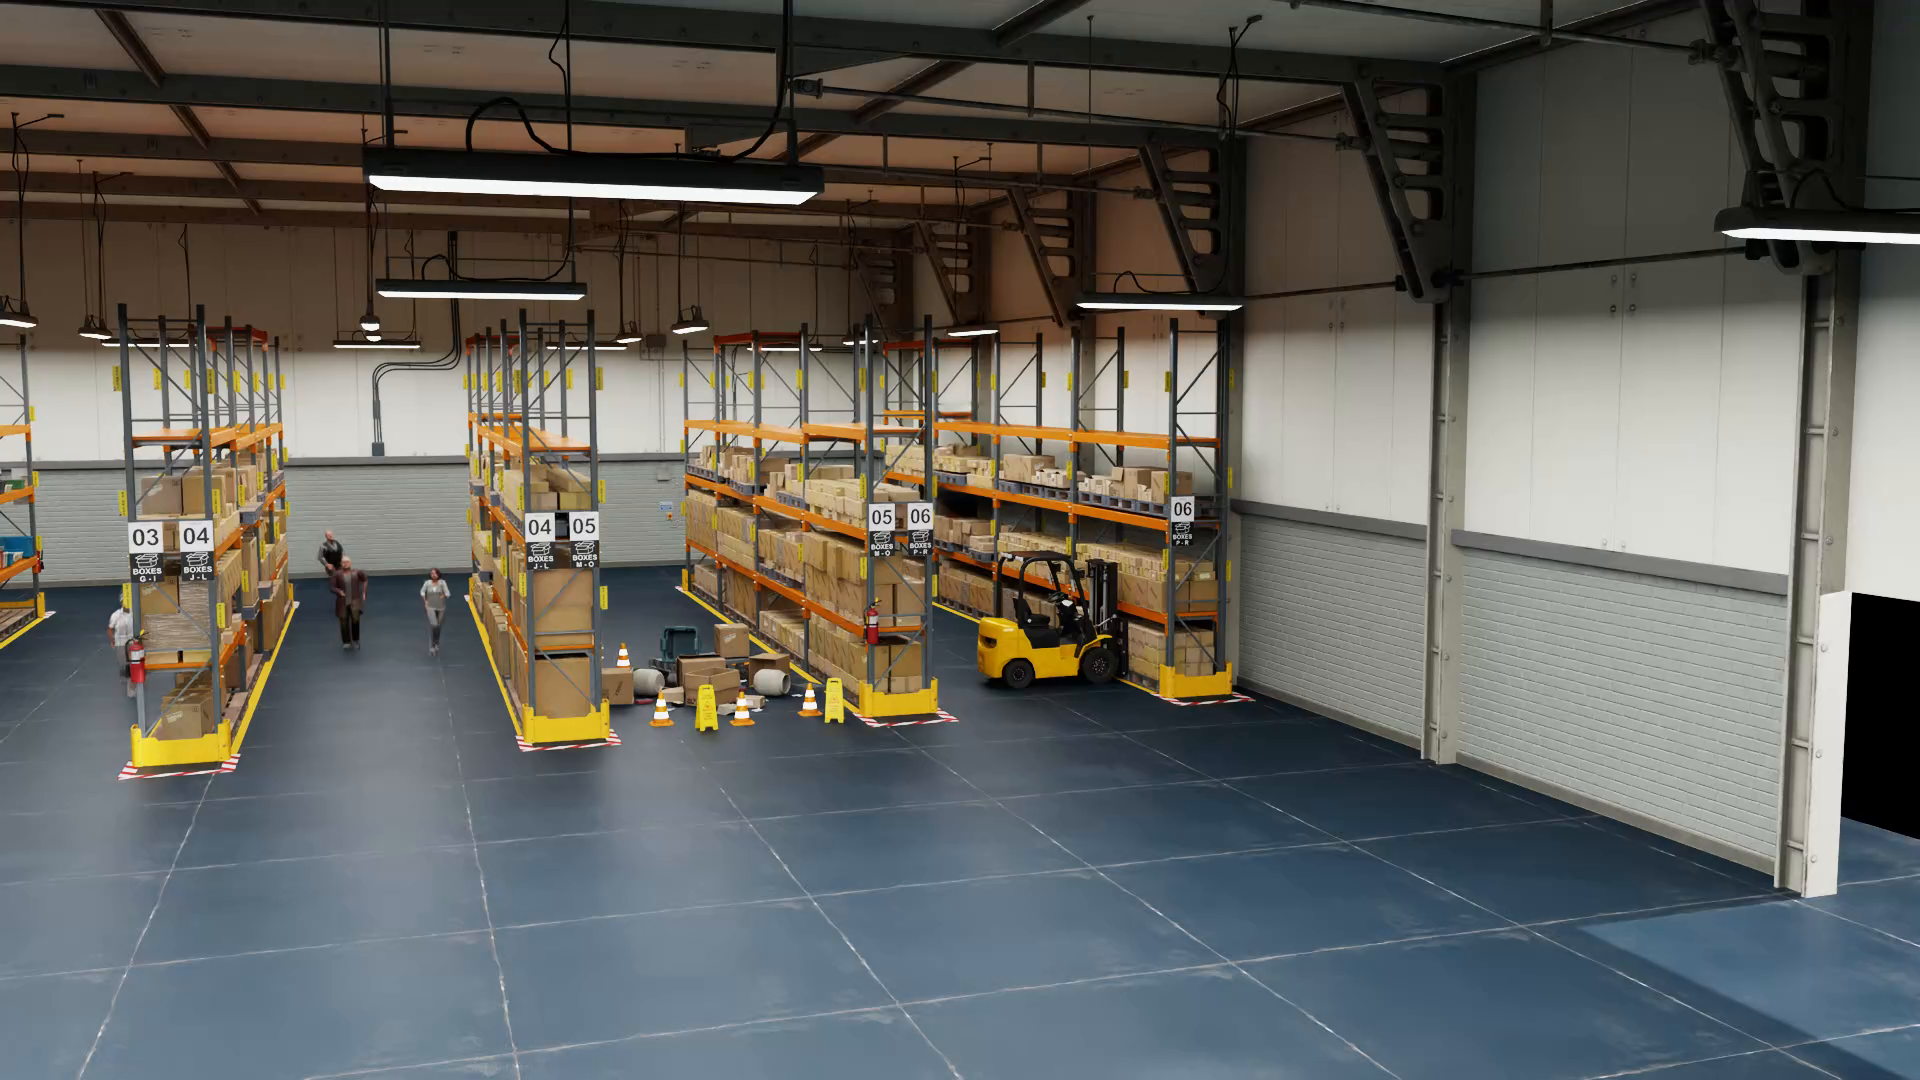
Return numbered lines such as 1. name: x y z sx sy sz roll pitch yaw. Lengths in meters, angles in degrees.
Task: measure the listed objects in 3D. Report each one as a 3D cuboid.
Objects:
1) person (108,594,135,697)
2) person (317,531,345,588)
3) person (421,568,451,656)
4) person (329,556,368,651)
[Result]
1. person: -13.356 1.662 26.693 0.561 1.658 0.681 -3 6 -28
2. person: -14.159 0.613 37.565 0.569 1.664 0.715 5 8 44
3. person: -9.643 1.316 30.630 0.507 1.625 0.684 -2 6 -23
4. person: -11.367 1.188 30.935 0.684 1.763 0.765 -2 6 -18
